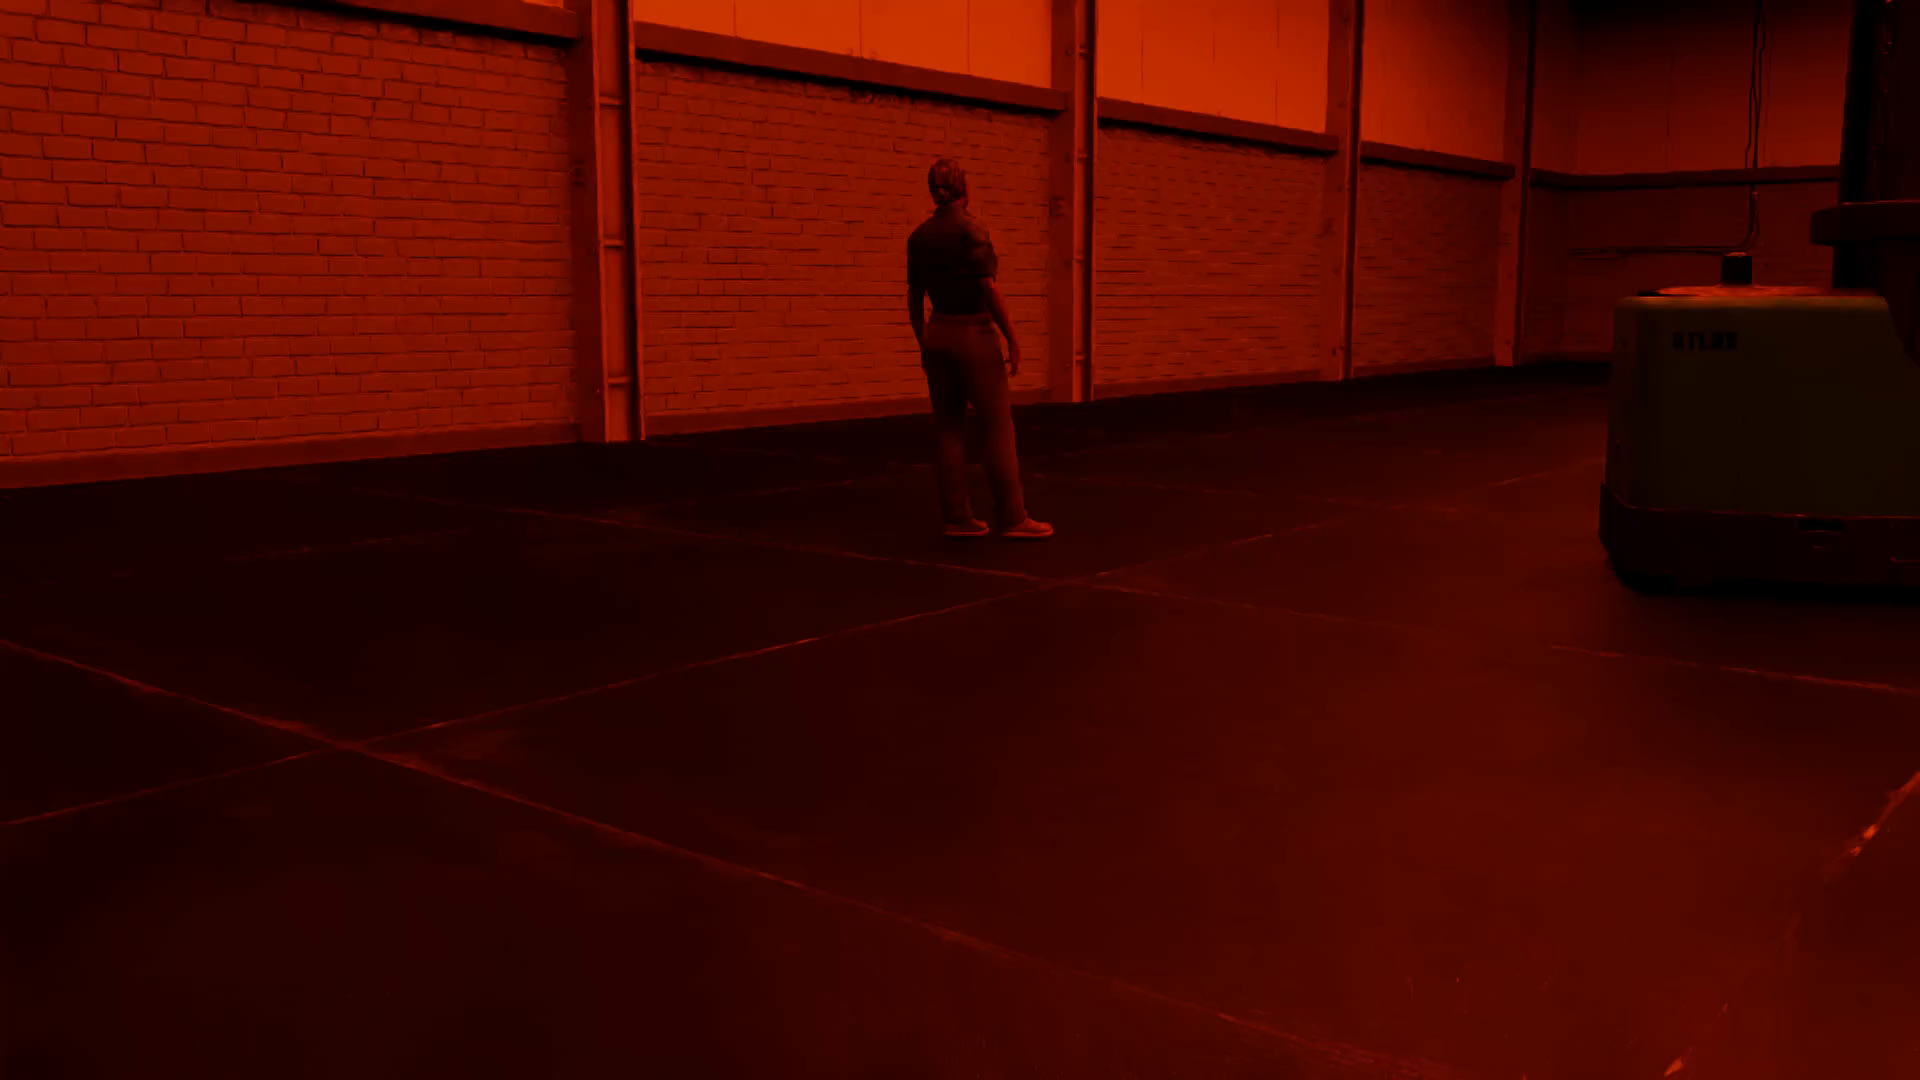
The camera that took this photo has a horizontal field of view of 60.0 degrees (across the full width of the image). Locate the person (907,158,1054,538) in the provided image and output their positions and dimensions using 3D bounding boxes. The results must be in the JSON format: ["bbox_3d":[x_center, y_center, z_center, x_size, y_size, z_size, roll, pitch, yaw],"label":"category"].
[{"bbox_3d":[0.070,-0.834,7.340,0.570,1.654,0.503,7,11,38],"label":"person"}]

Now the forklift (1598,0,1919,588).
[{"bbox_3d":[4.021,-1.271,5.966,3.031,2.935,1.130,2,9,16],"label":"forklift"}]
